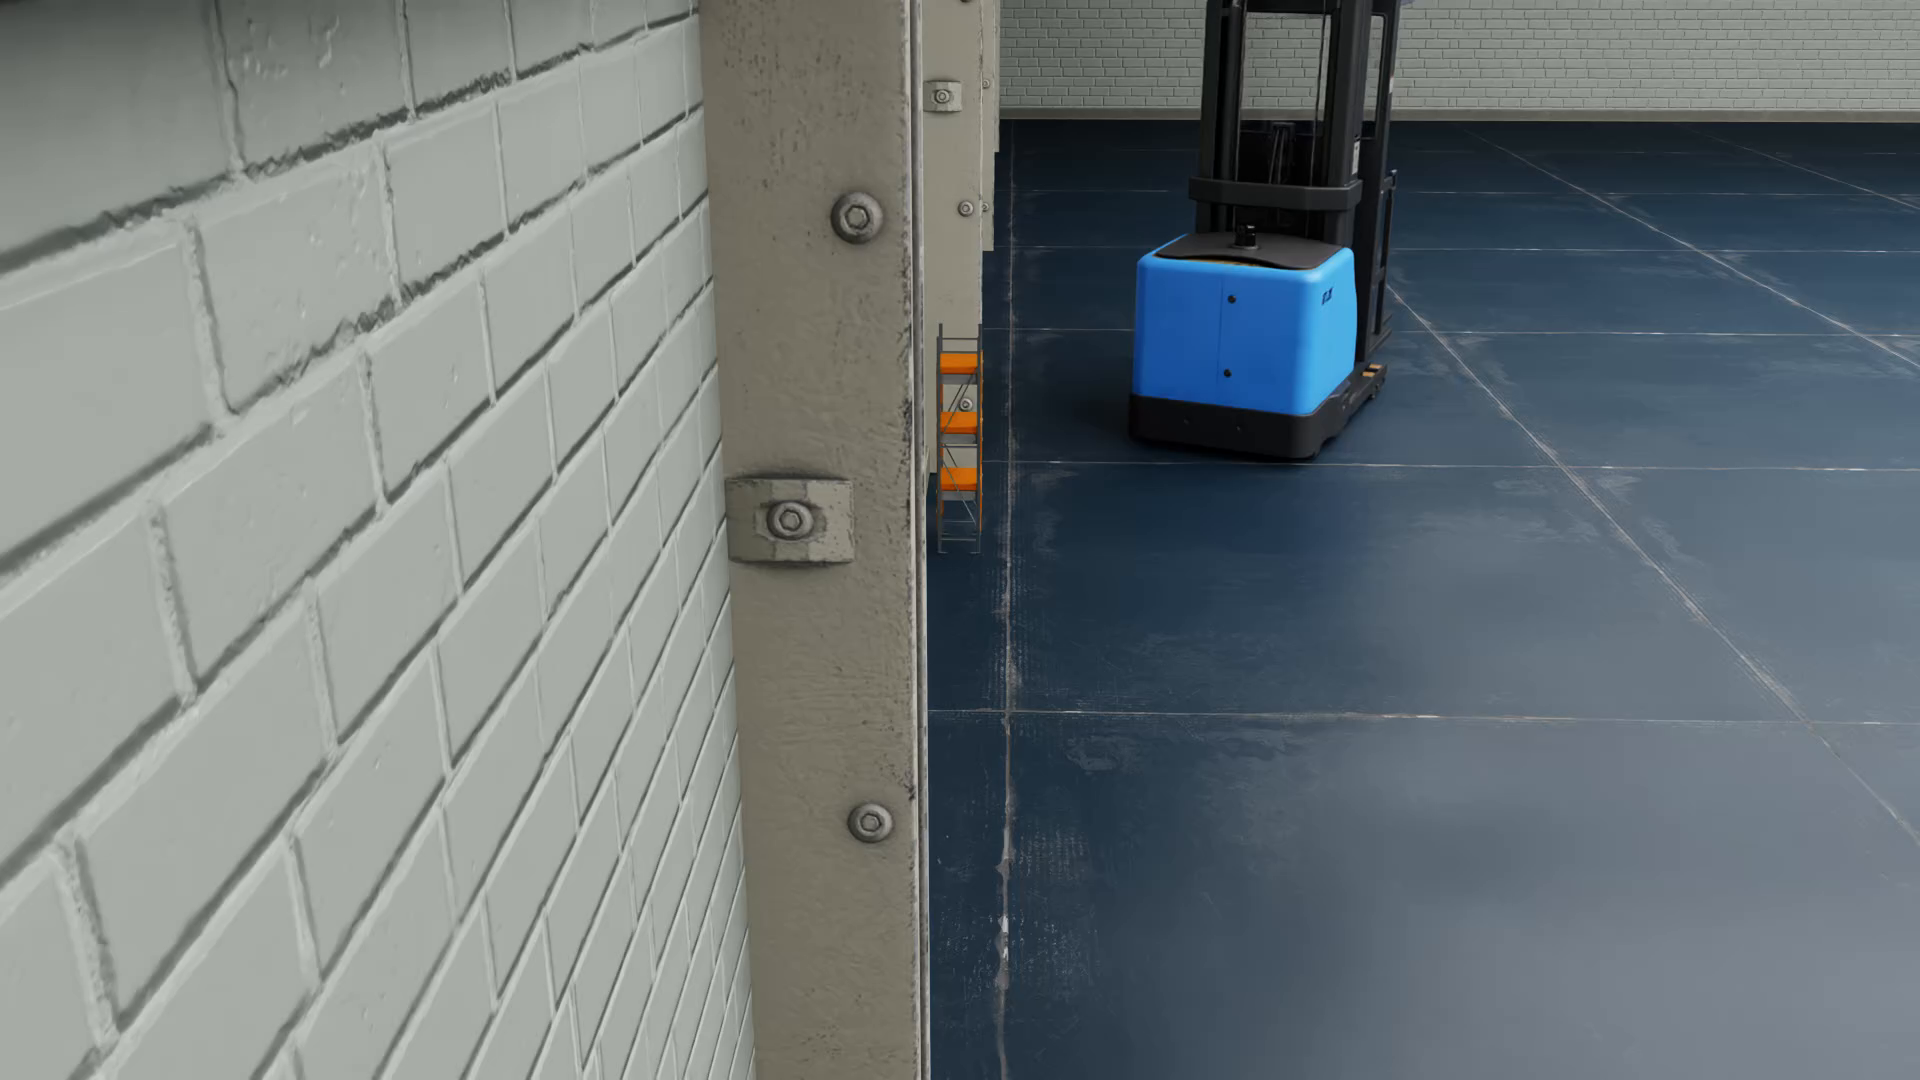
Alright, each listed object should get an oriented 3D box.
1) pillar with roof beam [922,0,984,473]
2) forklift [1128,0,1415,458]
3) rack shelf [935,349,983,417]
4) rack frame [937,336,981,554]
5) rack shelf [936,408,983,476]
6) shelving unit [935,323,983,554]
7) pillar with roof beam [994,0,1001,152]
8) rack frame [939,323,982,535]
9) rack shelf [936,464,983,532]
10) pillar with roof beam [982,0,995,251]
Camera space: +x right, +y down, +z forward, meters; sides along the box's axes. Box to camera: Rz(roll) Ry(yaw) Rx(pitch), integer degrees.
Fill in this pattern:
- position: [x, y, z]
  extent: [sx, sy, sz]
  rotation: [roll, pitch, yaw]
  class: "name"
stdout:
- position: [4.262, -4.583, 7.399]
  extent: [9.100, 9.000, 0.400]
  rotation: [1, 21, 2]
  class: "pillar with roof beam"
- position: [2.037, -2.302, 9.909]
  extent: [1.130, 2.935, 3.031]
  rotation: [10, 23, 24]
  class: "forklift"
- position: [-0.002, -0.725, 7.690]
  extent: [0.215, 0.259, 0.240]
  rotation: [1, 21, 2]
  class: "rack shelf"
- position: [-0.005, -0.426, 7.675]
  extent: [0.200, 1.050, 0.008]
  rotation: [1, 21, 2]
  class: "rack frame"
- position: [-0.002, -0.460, 7.793]
  extent: [0.215, 0.259, 0.240]
  rotation: [1, 21, 2]
  class: "rack shelf"
- position: [-0.002, -0.470, 7.789]
  extent: [0.215, 1.050, 0.252]
  rotation: [1, 21, 2]
  class: "shelving unit"
- position: [4.627, -8.921, 18.582]
  extent: [9.100, 9.000, 0.400]
  rotation: [1, 21, 2]
  class: "pillar with roof beam"
- position: [0.002, -0.514, 7.903]
  extent: [0.200, 1.050, 0.008]
  rotation: [1, 21, 2]
  class: "rack frame"
- position: [-0.002, -0.201, 7.894]
  extent: [0.215, 0.259, 0.240]
  rotation: [1, 21, 2]
  class: "rack shelf"
- position: [4.444, -6.752, 12.991]
  extent: [9.100, 9.000, 0.400]
  rotation: [1, 21, 2]
  class: "pillar with roof beam"
